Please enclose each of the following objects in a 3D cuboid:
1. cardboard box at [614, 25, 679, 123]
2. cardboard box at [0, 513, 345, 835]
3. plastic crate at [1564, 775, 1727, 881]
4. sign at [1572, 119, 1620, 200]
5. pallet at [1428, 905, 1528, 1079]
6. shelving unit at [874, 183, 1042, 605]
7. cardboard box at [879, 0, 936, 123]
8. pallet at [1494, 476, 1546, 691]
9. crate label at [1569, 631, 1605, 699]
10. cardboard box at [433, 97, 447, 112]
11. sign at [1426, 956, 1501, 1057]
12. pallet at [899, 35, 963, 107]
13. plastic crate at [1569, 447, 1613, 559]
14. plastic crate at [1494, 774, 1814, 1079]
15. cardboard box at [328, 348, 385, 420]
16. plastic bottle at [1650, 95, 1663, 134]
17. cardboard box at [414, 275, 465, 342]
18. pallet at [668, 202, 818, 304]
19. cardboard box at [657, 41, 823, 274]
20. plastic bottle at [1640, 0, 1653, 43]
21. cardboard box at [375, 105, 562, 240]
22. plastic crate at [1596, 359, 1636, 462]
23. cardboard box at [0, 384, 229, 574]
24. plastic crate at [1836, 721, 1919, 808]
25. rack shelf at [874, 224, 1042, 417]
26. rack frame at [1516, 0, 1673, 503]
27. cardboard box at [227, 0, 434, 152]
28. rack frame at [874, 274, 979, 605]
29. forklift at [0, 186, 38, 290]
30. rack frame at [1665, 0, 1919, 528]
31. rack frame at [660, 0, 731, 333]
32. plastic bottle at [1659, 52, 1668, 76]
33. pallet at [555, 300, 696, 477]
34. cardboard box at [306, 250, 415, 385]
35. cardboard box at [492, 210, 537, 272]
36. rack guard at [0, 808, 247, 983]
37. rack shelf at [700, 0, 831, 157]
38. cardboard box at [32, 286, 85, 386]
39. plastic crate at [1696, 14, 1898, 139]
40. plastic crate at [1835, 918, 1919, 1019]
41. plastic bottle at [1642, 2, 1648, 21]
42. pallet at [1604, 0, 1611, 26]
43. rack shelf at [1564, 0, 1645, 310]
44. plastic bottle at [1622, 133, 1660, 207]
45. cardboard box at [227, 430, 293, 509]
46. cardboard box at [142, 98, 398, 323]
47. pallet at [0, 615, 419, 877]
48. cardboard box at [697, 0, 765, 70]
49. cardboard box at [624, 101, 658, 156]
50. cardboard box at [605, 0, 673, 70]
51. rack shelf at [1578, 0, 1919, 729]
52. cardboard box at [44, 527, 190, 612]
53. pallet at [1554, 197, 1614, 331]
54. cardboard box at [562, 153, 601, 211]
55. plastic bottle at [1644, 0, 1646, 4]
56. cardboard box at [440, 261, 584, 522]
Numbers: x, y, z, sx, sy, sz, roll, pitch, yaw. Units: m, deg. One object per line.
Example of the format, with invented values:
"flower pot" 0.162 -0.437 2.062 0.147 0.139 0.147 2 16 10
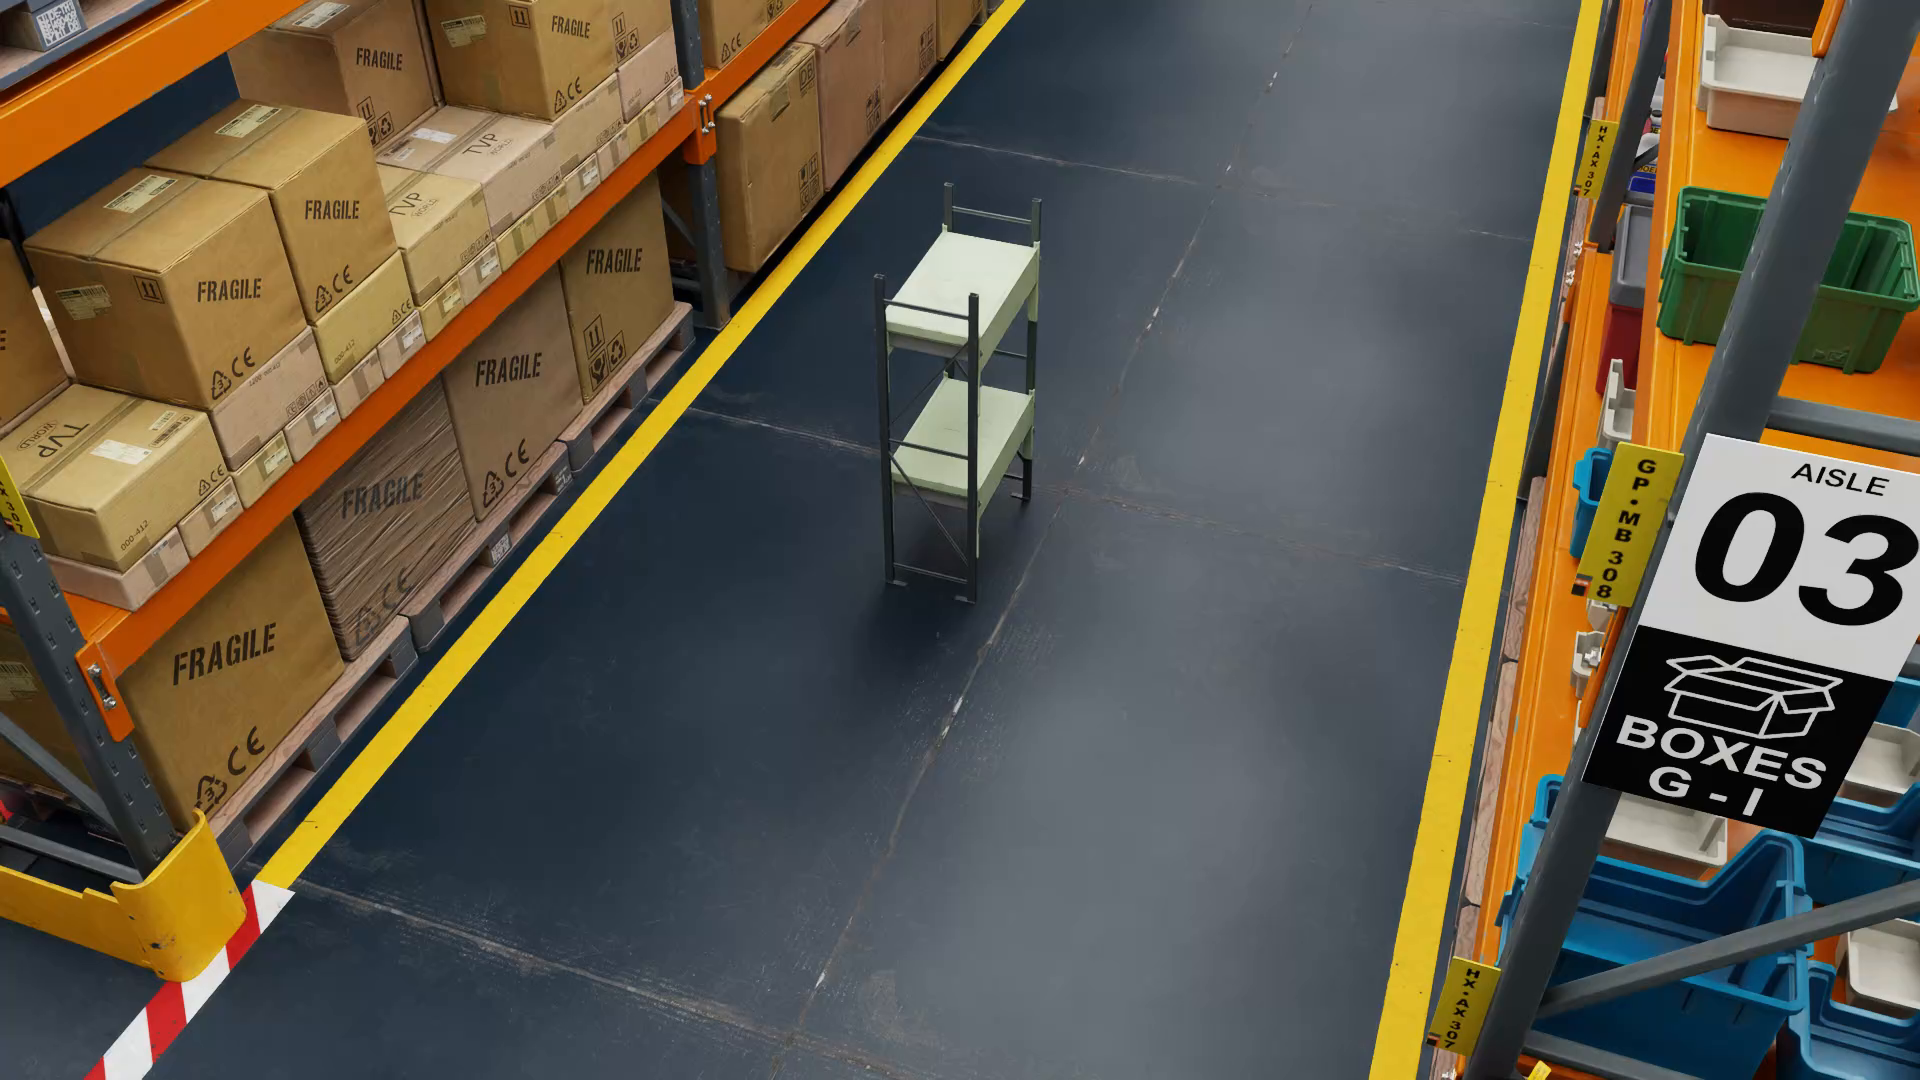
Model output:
"cardboard box" -1.575 -2.075 7.257 0.500 0.250 0.500 13 42 14
"cardboard box" -2.895 0.334 5.861 0.875 0.875 0.875 13 42 15
"plastic crate" 1.725 0.733 4.237 0.396 0.136 0.243 13 42 15
"sign" 2.467 -1.475 6.455 0.100 0.325 0.005 13 42 15
"pallet" 1.934 1.759 5.025 1.003 0.211 1.213 13 42 15
"shelving unit" 0.002 -0.575 6.768 0.431 1.500 0.755 13 42 15
"cardboard box" -0.870 -3.179 9.979 1.225 0.875 0.875 13 42 15
"pallet" 2.769 0.271 6.770 1.003 0.211 1.213 13 42 15
"crate label" 1.910 0.384 4.646 0.396 0.136 0.243 13 42 15
"cardboard box" -2.252 -1.872 7.019 0.500 0.250 0.500 13 42 15
"sign" 1.093 1.019 3.619 0.100 0.325 0.005 13 42 15
"pallet" -0.643 -3.261 10.909 1.003 0.211 1.213 13 42 15
"plastic crate" 2.077 -0.076 5.111 0.416 0.233 0.300 13 42 15
"plastic crate" 1.555 0.911 3.798 0.616 0.435 0.499 13 42 15
"cardboard box" -2.257 -0.581 5.814 0.380 0.149 0.250 13 42 14
"plastic bottle" 2.940 -1.735 7.068 0.152 0.276 0.135 13 42 15
"cardboard box" -2.082 -0.893 6.179 0.380 0.149 0.250 12 42 14
"pallet" -1.478 -1.773 9.165 1.003 0.211 1.213 13 42 15
"cardboard box" -1.471 -2.092 8.705 1.225 0.875 0.875 13 42 15
"plastic bottle" 3.367 -2.533 7.946 0.144 0.351 0.185 13 42 15
"cardboard box" -1.924 -1.447 6.522 0.500 0.250 0.500 14 42 16
"plastic crate" 2.288 -0.334 5.376 0.437 0.282 0.530 13 42 15
"cardboard box" -2.621 -0.195 5.054 0.500 0.250 0.500 12 42 14
"plastic crate" 2.429 0.602 4.391 0.250 0.136 0.298 13 42 15
"rack shelf" 0.002 -0.872 6.515 0.431 0.370 0.720 13 42 15
"rack frame" 2.984 -1.247 6.400 1.000 3.000 0.127 13 42 15
"cardboard box" -2.424 -1.835 6.398 0.500 0.500 0.500 12 42 14
"rack frame" -0.123 -0.351 6.506 0.400 1.500 0.023 13 42 15
"forklift" -4.921 -1.877 7.192 1.130 2.935 3.031 -16 43 -17
"rack frame" 1.616 -1.089 1.594 1.000 3.000 0.127 13 42 15
"rack frame" -1.671 -2.346 7.689 1.000 3.000 0.127 13 42 15
"plastic bottle" 3.054 -1.974 7.291 0.144 0.351 0.185 13 42 15
"pallet" -2.004 -0.839 8.071 1.003 0.211 1.213 13 42 15
"cardboard box" -2.274 -0.820 5.786 0.500 0.250 0.500 12 42 14
"cardboard box" -1.906 -1.208 6.548 0.380 0.149 0.250 13 42 14
"rack guard" -3.047 1.059 5.623 1.175 0.500 0.348 13 42 15
"rack shelf" -0.987 -3.292 9.352 1.077 0.370 4.000 13 42 15
"cardboard box" -2.948 -0.626 5.559 0.500 0.250 0.500 13 42 14
"plastic crate" 2.089 -1.163 4.195 0.437 0.136 0.530 13 42 15
"plastic crate" 2.197 1.015 3.906 0.250 0.136 0.298 13 42 15
"plastic bottle" 3.440 -2.676 8.175 0.097 0.271 0.097 0 40 0
"pallet" 5.072 -3.831 11.578 1.003 0.211 1.213 13 42 15
"rack shelf" 3.668 -2.193 8.064 1.077 0.370 4.000 13 42 15
"plastic bottle" 2.815 -1.512 6.806 0.152 0.276 0.135 13 42 15
"cardboard box" -2.433 -0.267 5.446 0.380 0.149 0.250 12 42 14
"cardboard box" -2.278 -1.103 5.540 0.500 0.500 0.500 12 42 14
"pallet" -2.839 0.649 6.326 1.003 0.211 1.213 13 42 15
"cardboard box" -1.278 -2.609 7.920 0.500 0.500 0.500 13 42 15
"cardboard box" -1.555 -1.835 7.283 0.380 0.149 0.250 14 42 16
"cardboard box" -1.577 -2.348 6.999 0.500 0.500 0.500 14 43 16
"rack shelf" 2.300 -0.894 4.231 1.077 0.370 4.000 13 42 15
"cardboard box" -2.607 0.046 5.079 0.380 0.149 0.250 14 42 16
"pallet" 3.702 -1.394 8.721 1.003 0.211 1.213 13 42 15
"cardboard box" -1.731 -1.521 6.916 0.380 0.149 0.250 14 42 16
"plastic bottle" 3.518 -2.817 8.340 0.097 0.271 0.097 0 40 0
"cardboard box" -2.279 -0.764 7.148 0.875 0.875 0.875 13 42 15
